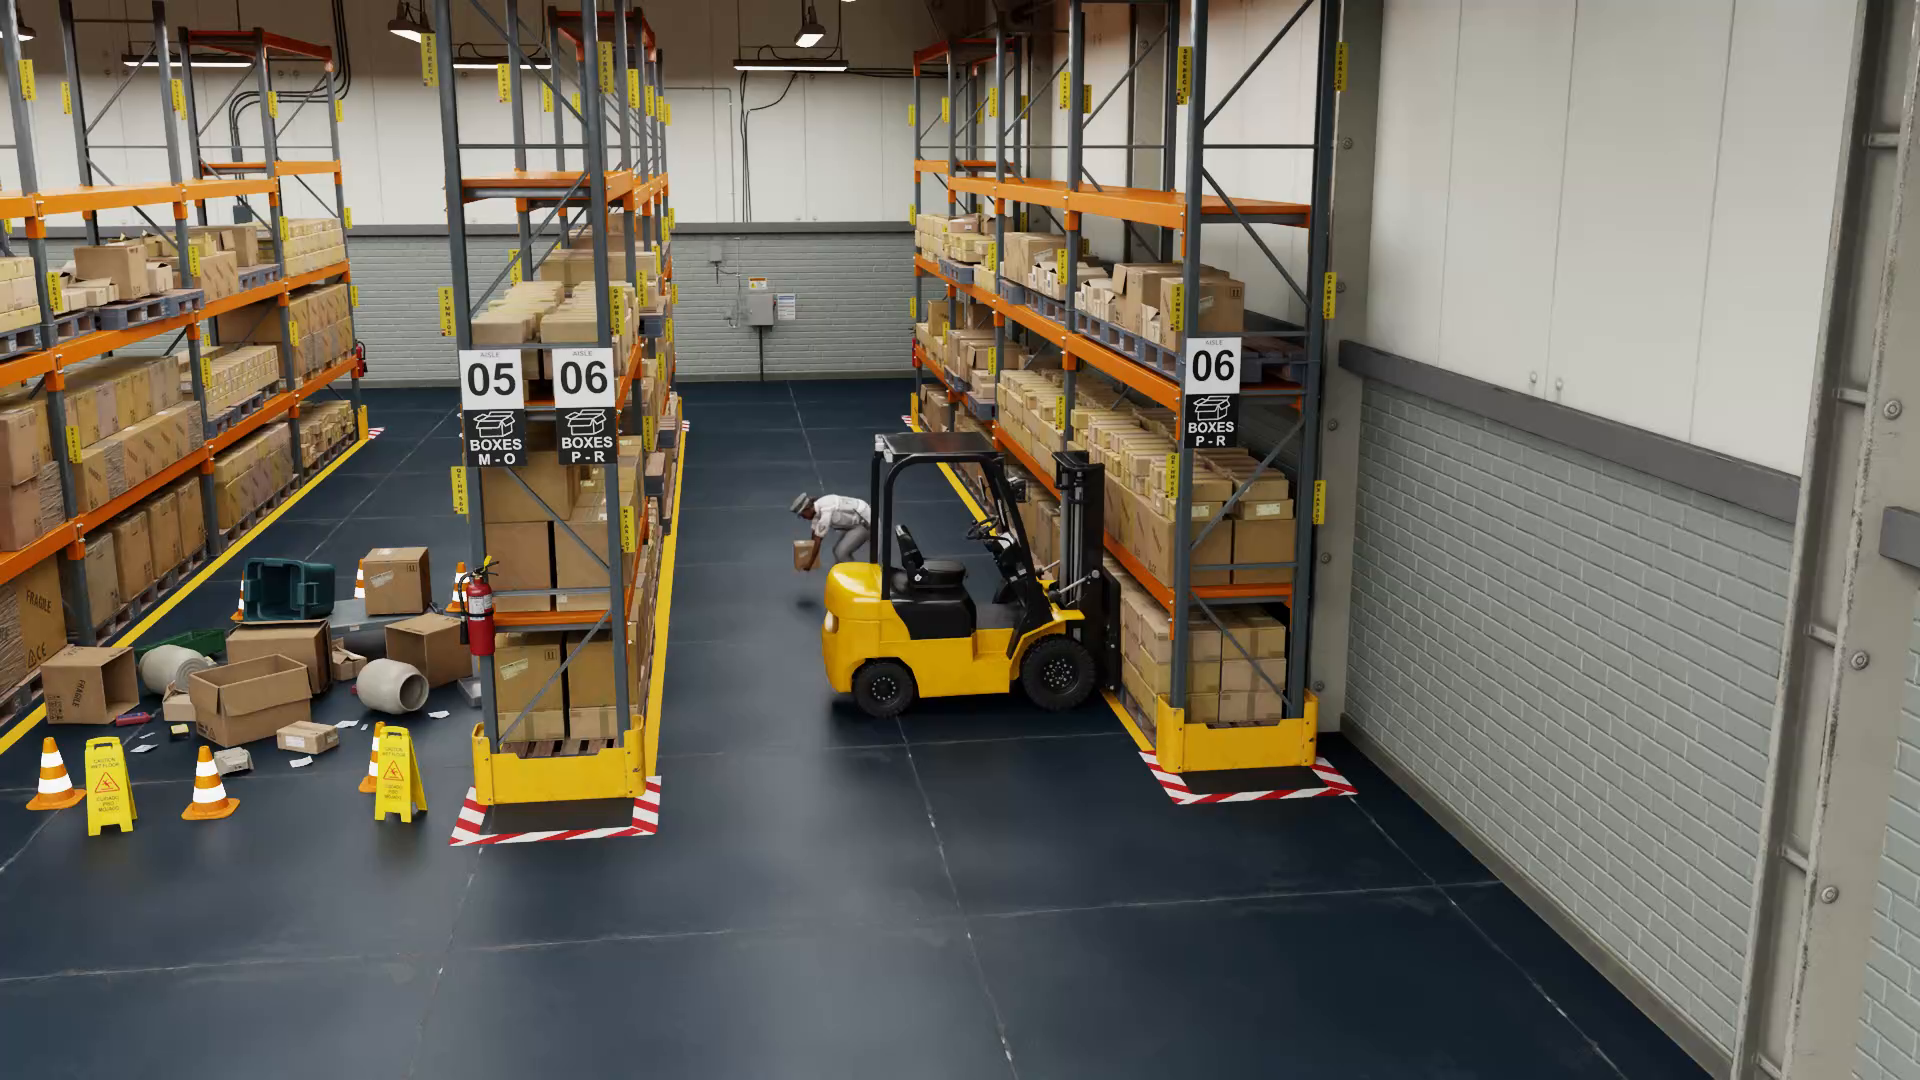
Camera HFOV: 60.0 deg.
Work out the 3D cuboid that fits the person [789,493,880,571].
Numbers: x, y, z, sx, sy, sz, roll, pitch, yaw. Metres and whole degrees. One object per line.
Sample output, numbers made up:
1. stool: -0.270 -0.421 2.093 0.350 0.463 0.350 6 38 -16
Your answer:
1. person: -1.291 0.031 17.136 0.932 1.080 0.445 -3 14 -11
